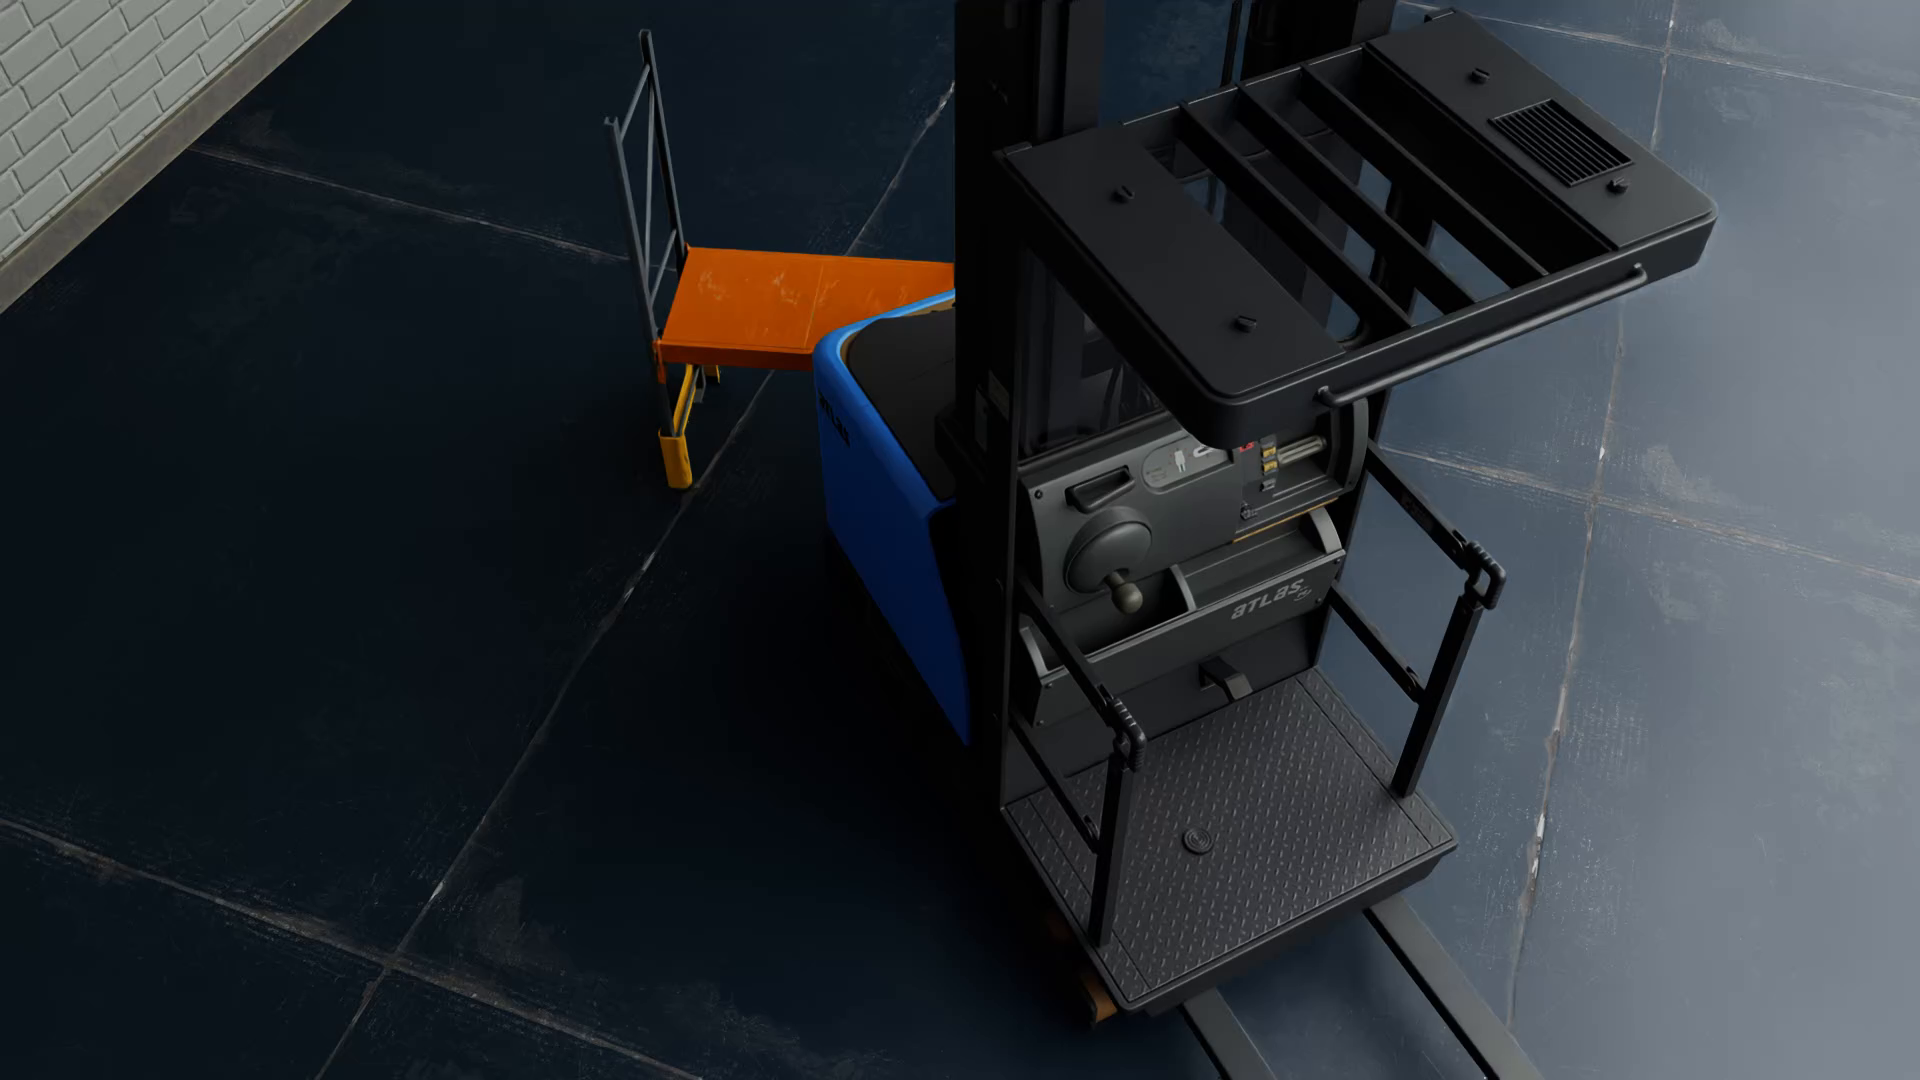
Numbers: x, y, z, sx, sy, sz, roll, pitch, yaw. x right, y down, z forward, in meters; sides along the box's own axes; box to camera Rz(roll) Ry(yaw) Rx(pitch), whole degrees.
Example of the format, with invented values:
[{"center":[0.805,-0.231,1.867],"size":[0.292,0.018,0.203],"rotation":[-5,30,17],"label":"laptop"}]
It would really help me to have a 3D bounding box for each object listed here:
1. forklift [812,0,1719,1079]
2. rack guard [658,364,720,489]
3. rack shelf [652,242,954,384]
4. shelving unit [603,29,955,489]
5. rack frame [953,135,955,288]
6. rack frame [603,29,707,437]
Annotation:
[{"center":[0.680,-0.030,3.837],"size":[1.130,2.935,3.031],"rotation":[-22,52,-18],"label":"forklift"},{"center":[-0.974,-0.486,6.006],"size":[0.087,0.250,0.587],"rotation":[4,49,4],"label":"rack guard"},{"center":[-0.487,-0.743,5.640],"size":[1.000,0.185,0.538],"rotation":[4,49,4],"label":"rack shelf"},{"center":[-0.478,-0.860,5.503],"size":[1.083,1.500,0.587],"rotation":[4,49,4],"label":"shelving unit"},{"center":[0.019,-0.825,5.472],"size":[0.032,1.500,0.500],"rotation":[4,49,4],"label":"rack frame"},{"center":[-0.993,-0.897,5.535],"size":[0.032,1.500,0.500],"rotation":[4,49,4],"label":"rack frame"}]
